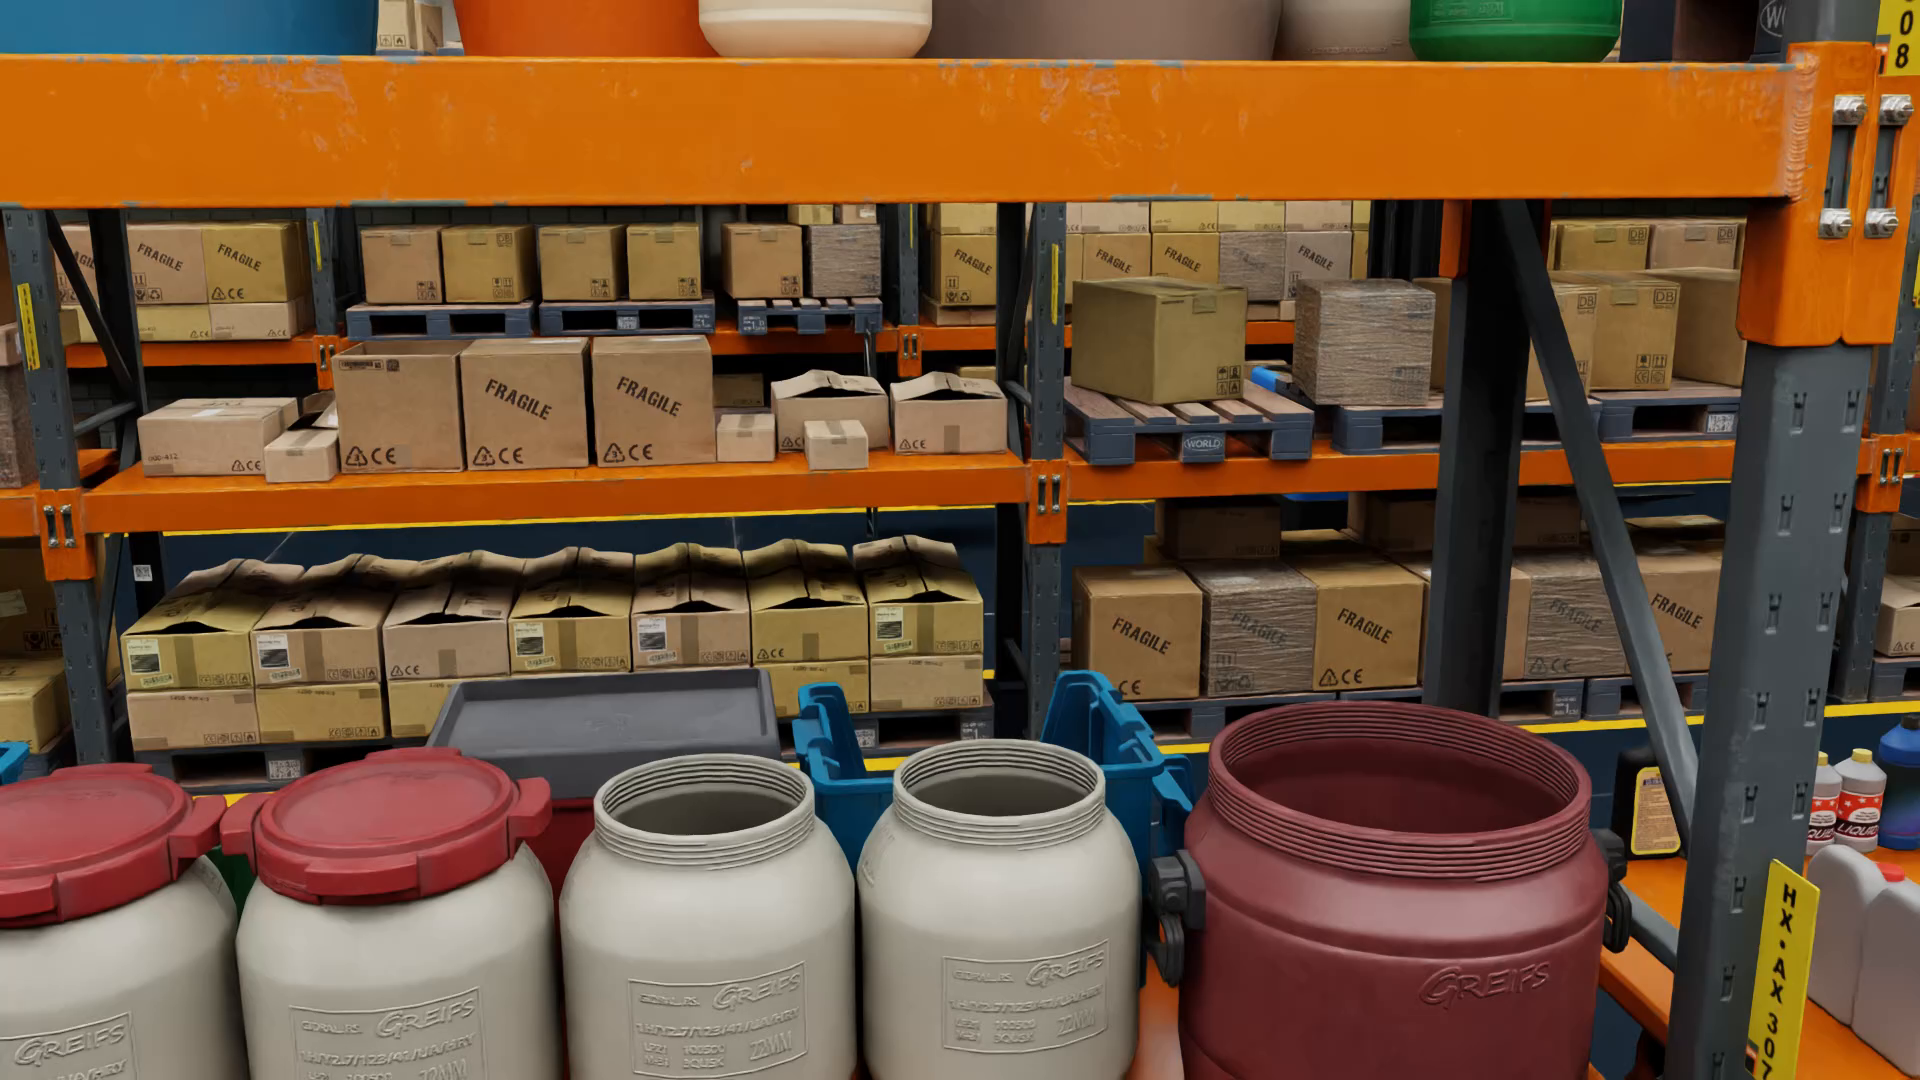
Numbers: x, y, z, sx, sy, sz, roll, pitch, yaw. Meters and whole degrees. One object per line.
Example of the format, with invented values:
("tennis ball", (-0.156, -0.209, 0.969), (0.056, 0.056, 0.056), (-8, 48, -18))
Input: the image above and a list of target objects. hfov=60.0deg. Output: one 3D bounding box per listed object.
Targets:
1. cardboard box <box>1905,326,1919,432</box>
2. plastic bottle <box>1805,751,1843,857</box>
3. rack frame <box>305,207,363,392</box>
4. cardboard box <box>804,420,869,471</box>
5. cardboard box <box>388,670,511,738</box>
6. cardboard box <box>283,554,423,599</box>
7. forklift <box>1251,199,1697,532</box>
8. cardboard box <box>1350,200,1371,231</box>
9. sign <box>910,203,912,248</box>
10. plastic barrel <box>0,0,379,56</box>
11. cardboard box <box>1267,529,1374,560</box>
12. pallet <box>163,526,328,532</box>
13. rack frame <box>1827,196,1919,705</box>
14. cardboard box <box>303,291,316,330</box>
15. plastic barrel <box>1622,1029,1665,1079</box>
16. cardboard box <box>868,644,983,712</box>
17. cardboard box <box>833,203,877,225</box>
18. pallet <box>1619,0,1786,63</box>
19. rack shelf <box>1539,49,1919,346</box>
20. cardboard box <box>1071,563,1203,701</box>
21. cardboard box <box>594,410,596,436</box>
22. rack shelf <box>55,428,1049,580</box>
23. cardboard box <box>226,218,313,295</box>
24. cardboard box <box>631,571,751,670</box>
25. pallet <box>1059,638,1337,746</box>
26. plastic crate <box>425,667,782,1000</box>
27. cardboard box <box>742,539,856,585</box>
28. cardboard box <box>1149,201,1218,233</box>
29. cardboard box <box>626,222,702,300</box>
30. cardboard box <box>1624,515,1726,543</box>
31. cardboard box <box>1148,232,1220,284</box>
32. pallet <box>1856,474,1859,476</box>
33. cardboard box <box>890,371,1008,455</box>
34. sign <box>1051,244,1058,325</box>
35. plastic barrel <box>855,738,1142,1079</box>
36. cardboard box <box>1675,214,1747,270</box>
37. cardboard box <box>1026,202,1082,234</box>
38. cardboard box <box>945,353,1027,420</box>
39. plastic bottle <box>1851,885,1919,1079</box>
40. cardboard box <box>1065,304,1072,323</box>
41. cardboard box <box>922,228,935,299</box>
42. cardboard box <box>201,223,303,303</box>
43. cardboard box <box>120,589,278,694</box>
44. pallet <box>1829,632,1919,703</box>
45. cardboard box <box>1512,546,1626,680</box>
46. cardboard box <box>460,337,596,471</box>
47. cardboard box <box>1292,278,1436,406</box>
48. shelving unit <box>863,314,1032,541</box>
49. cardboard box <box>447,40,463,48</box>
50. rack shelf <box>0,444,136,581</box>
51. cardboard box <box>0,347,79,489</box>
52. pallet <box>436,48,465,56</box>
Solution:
("cardboard box", (4.808, -0.782, 7.967), (0.500, 0.500, 0.500), (-2, 14, -7))
("plastic bottle", (1.723, 0.527, 3.362), (0.097, 0.201, 0.097), (0, 14, 0))
("rack frame", (-4.389, -1.682, 11.762), (0.127, 3.000, 1.000), (-2, 14, -8))
("cardboard box", (-0.541, -0.414, 7.225), (0.250, 0.149, 0.380), (-2, 14, -8))
("cardboard box", (-2.195, 0.647, 7.265), (0.500, 0.250, 0.500), (-3, 14, -10))
("cardboard box", (-2.776, 0.264, 7.641), (0.500, 0.311, 0.500), (-2, 14, -7))
("forklift", (3.598, -1.553, 11.390), (3.031, 2.935, 1.130), (-2, 14, -8))
("cardboard box", (3.098, -2.460, 12.463), (0.500, 0.250, 0.500), (-2, 14, -7))
("sign", (-0.344, -2.220, 11.689), (0.005, 0.325, 0.100), (-2, 14, -8))
("plastic barrel", (-1.149, -1.115, 2.304), (0.708, 0.901, 0.600), (-2, 14, -8))
("cardboard box", (1.709, 0.255, 8.274), (0.500, 0.500, 0.500), (-3, 14, -10))
("pallet", (-5.048, -0.296, 11.970), (1.213, 0.211, 1.003), (-2, 14, -8))
("rack frame", (4.263, -0.780, 8.167), (0.127, 3.000, 1.000), (-2, 14, -8))
("cardboard box", (-4.886, -1.653, 11.915), (0.500, 0.250, 0.500), (-2, 14, -8))
("plastic barrel", (1.523, 1.383, 3.137), (0.708, 0.830, 0.600), (-2, 14, -8))
("cardboard box", (-0.176, 0.572, 7.562), (0.500, 0.250, 0.500), (-2, 14, -7))
("cardboard box", (-0.771, -2.384, 12.116), (0.250, 0.149, 0.380), (-4, 15, -16))
("pallet", (1.813, -0.811, 2.512), (1.213, 0.211, 1.003), (-2, 14, -8))
("rack shelf", (3.020, -0.622, 2.849), (4.000, 0.370, 1.077), (-2, 14, -8))
("cardboard box", (0.800, 0.416, 7.631), (0.500, 0.500, 0.500), (-1, 14, -6))
("cardboard box", (-2.650, -0.753, 12.292), (0.500, 0.500, 0.700), (-2, 14, -8))
("rack shelf", (-1.670, -0.214, 7.387), (4.000, 0.370, 1.077), (-2, 14, -8))
("cardboard box", (-4.885, -2.016, 11.819), (0.500, 0.500, 0.500), (-2, 14, -10))
("cardboard box", (-1.186, 0.339, 7.341), (0.500, 0.311, 0.500), (-2, 14, -9))
("pallet", (1.052, 0.699, 8.000), (1.213, 0.211, 1.003), (-2, 14, -8))
("plastic crate", (-0.602, 0.510, 2.890), (0.583, 0.464, 0.402), (-2, 14, -8))
("cardboard box", (-0.772, 0.192, 7.926), (0.500, 0.311, 0.500), (-2, 14, -10))
("cardboard box", (1.582, -2.406, 12.250), (0.500, 0.250, 0.500), (-2, 14, -9))
("cardboard box", (-2.126, -2.019, 11.995), (0.500, 0.500, 0.700), (-2, 14, -8))
("cardboard box", (3.748, 0.178, 8.581), (0.500, 0.500, 0.500), (-3, 14, -11))
("cardboard box", (1.608, -2.041, 12.334), (0.500, 0.500, 0.500), (-2, 14, -7))
("pallet", (6.698, -0.716, 13.644), (1.213, 0.211, 1.003), (-2, 14, -8))
("cardboard box", (-0.059, -0.589, 7.589), (0.500, 0.311, 0.500), (-1, 14, -5))
("sign", (0.394, -1.064, 6.916), (0.005, 0.325, 0.100), (-2, 14, -8))
("plastic barrel", (0.056, 0.591, 2.470), (0.421, 0.512, 0.421), (0, 14, 0))
("cardboard box", (6.256, -2.212, 13.260), (0.700, 0.700, 0.980), (-2, 14, -9))
("cardboard box", (0.585, -2.367, 12.094), (0.500, 0.250, 0.500), (-2, 14, -9))
("cardboard box", (0.313, -0.983, 12.531), (0.750, 0.750, 0.750), (-2, 14, -9))
("plastic bottle", (1.518, 0.678, 2.605), (0.135, 0.276, 0.152), (-2, 14, -8))
("cardboard box", (0.682, -1.706, 12.333), (0.250, 0.149, 0.380), (-2, 14, -9))
("cardboard box", (-0.006, -2.110, 12.610), (0.500, 0.500, 0.500), (-2, 14, -8))
("cardboard box", (-4.811, -1.891, 11.321), (0.500, 0.500, 0.500), (-2, 14, -8))
("cardboard box", (-3.202, 0.413, 7.047), (0.500, 0.311, 0.500), (-2, 14, -8))
("pallet", (4.942, 0.548, 8.604), (1.213, 0.211, 1.003), (-2, 14, -8))
("cardboard box", (2.832, 0.340, 7.936), (0.500, 0.500, 0.500), (-2, 14, -8))
("cardboard box", (-1.870, -0.600, 7.243), (0.500, 0.500, 0.500), (-2, 14, -8))
("cardboard box", (1.846, -0.925, 7.674), (0.500, 0.500, 0.700), (1, 14, 2))
("shelving unit", (-0.084, -0.724, 11.027), (1.048, 1.500, 0.538), (-2, 14, -8))
("cardboard box", (-3.228, -3.320, 11.448), (0.500, 0.311, 0.500), (-2, 14, -7))
("rack shelf", (-5.625, -0.069, 6.809), (4.000, 0.370, 1.077), (-2, 14, -8))
("cardboard box", (-4.086, -0.521, 6.929), (0.500, 0.500, 0.700), (-2, 14, -10))
("pallet", (-1.456, -1.911, 6.899), (1.213, 0.211, 1.003), (-1, 14, -6))
